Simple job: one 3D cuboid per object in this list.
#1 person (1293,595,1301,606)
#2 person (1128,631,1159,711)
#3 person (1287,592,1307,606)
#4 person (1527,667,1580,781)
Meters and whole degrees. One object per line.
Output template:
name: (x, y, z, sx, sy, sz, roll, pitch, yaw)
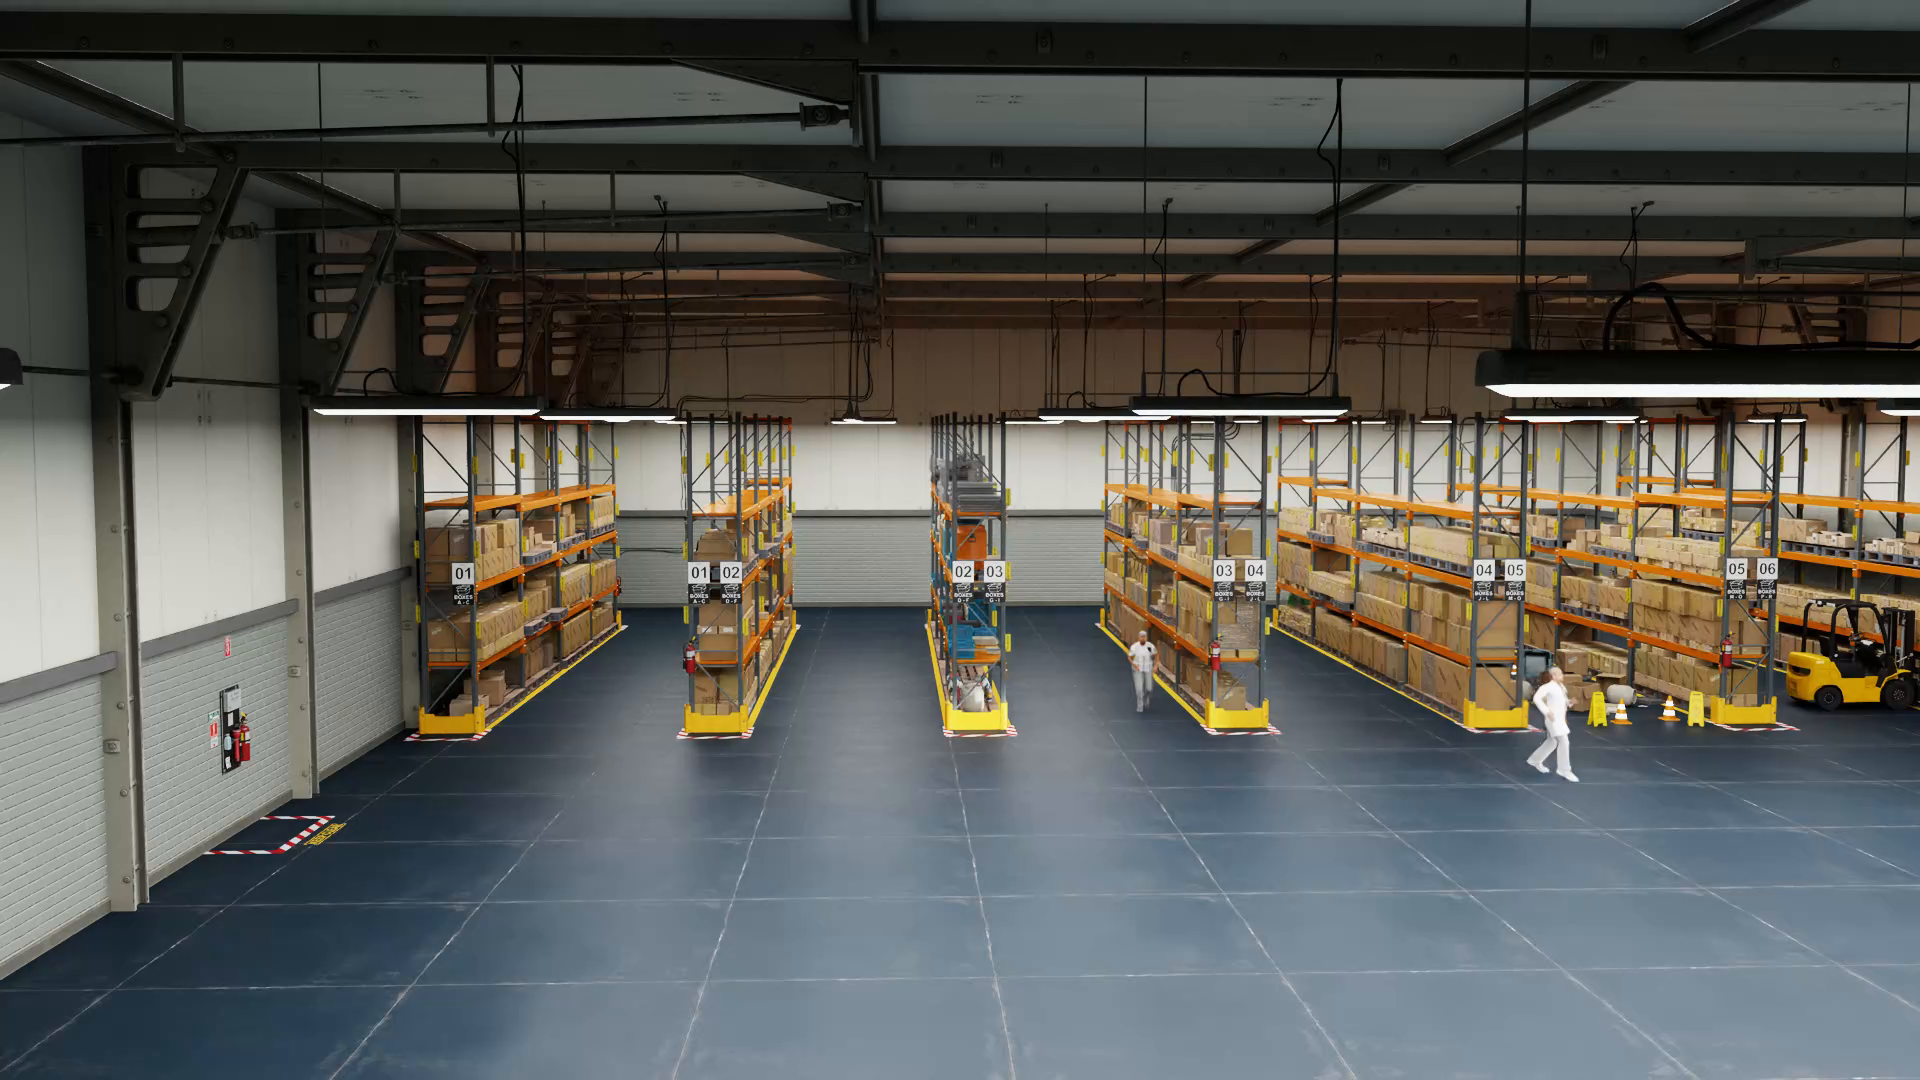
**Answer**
person: (10.030, 1.521, 49.074, 0.619, 1.704, 0.659, 2, 4, 29)
person: (3.702, 2.636, 33.529, 0.640, 1.626, 0.571, 0, 4, -1)
person: (9.971, 1.490, 49.011, 0.875, 1.844, 0.643, -1, 4, -12)
person: (9.695, 2.980, 27.151, 0.875, 1.824, 0.694, 3, 5, 35)
